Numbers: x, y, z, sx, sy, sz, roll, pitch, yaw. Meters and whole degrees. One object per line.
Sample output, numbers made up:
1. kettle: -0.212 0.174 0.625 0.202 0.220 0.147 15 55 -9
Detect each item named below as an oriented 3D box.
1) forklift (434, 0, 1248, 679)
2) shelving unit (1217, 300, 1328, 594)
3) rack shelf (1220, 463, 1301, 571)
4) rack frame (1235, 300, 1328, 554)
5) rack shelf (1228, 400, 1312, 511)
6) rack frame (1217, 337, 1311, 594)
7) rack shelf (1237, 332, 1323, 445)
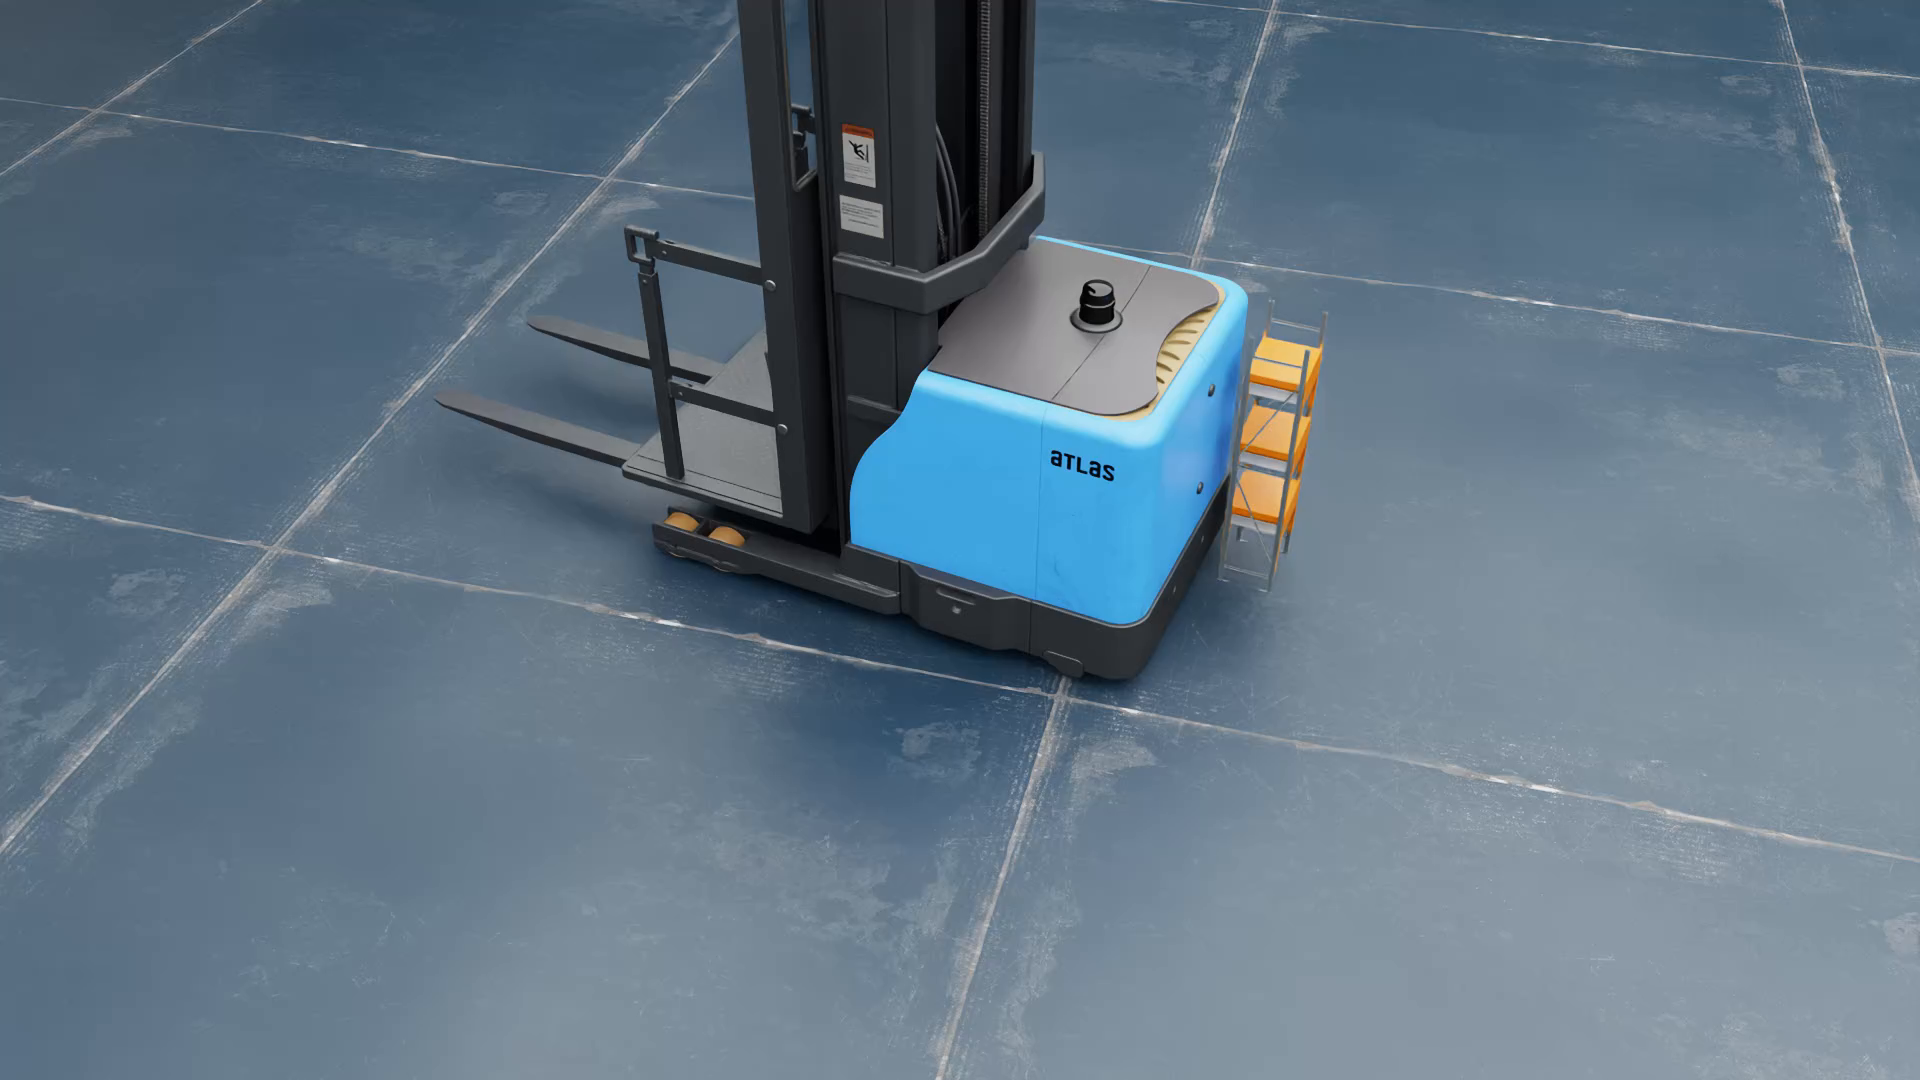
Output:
1. forklift: -0.570 -1.294 5.512 3.031 2.935 1.130 17 43 19
2. shelving unit: 1.081 -0.304 5.796 0.215 1.050 0.252 15 42 17
3. rack shelf: 1.081 -0.083 5.982 0.215 0.259 0.240 15 42 17
4. rack frame: 1.128 -0.377 5.882 0.200 1.050 0.008 15 42 17
5. rack shelf: 1.081 -0.296 5.803 0.215 0.259 0.240 15 42 17
6. rack frame: 1.034 -0.232 5.710 0.200 1.050 0.008 15 42 17
7. rack shelf: 1.081 -0.513 5.620 0.215 0.259 0.240 15 42 17
